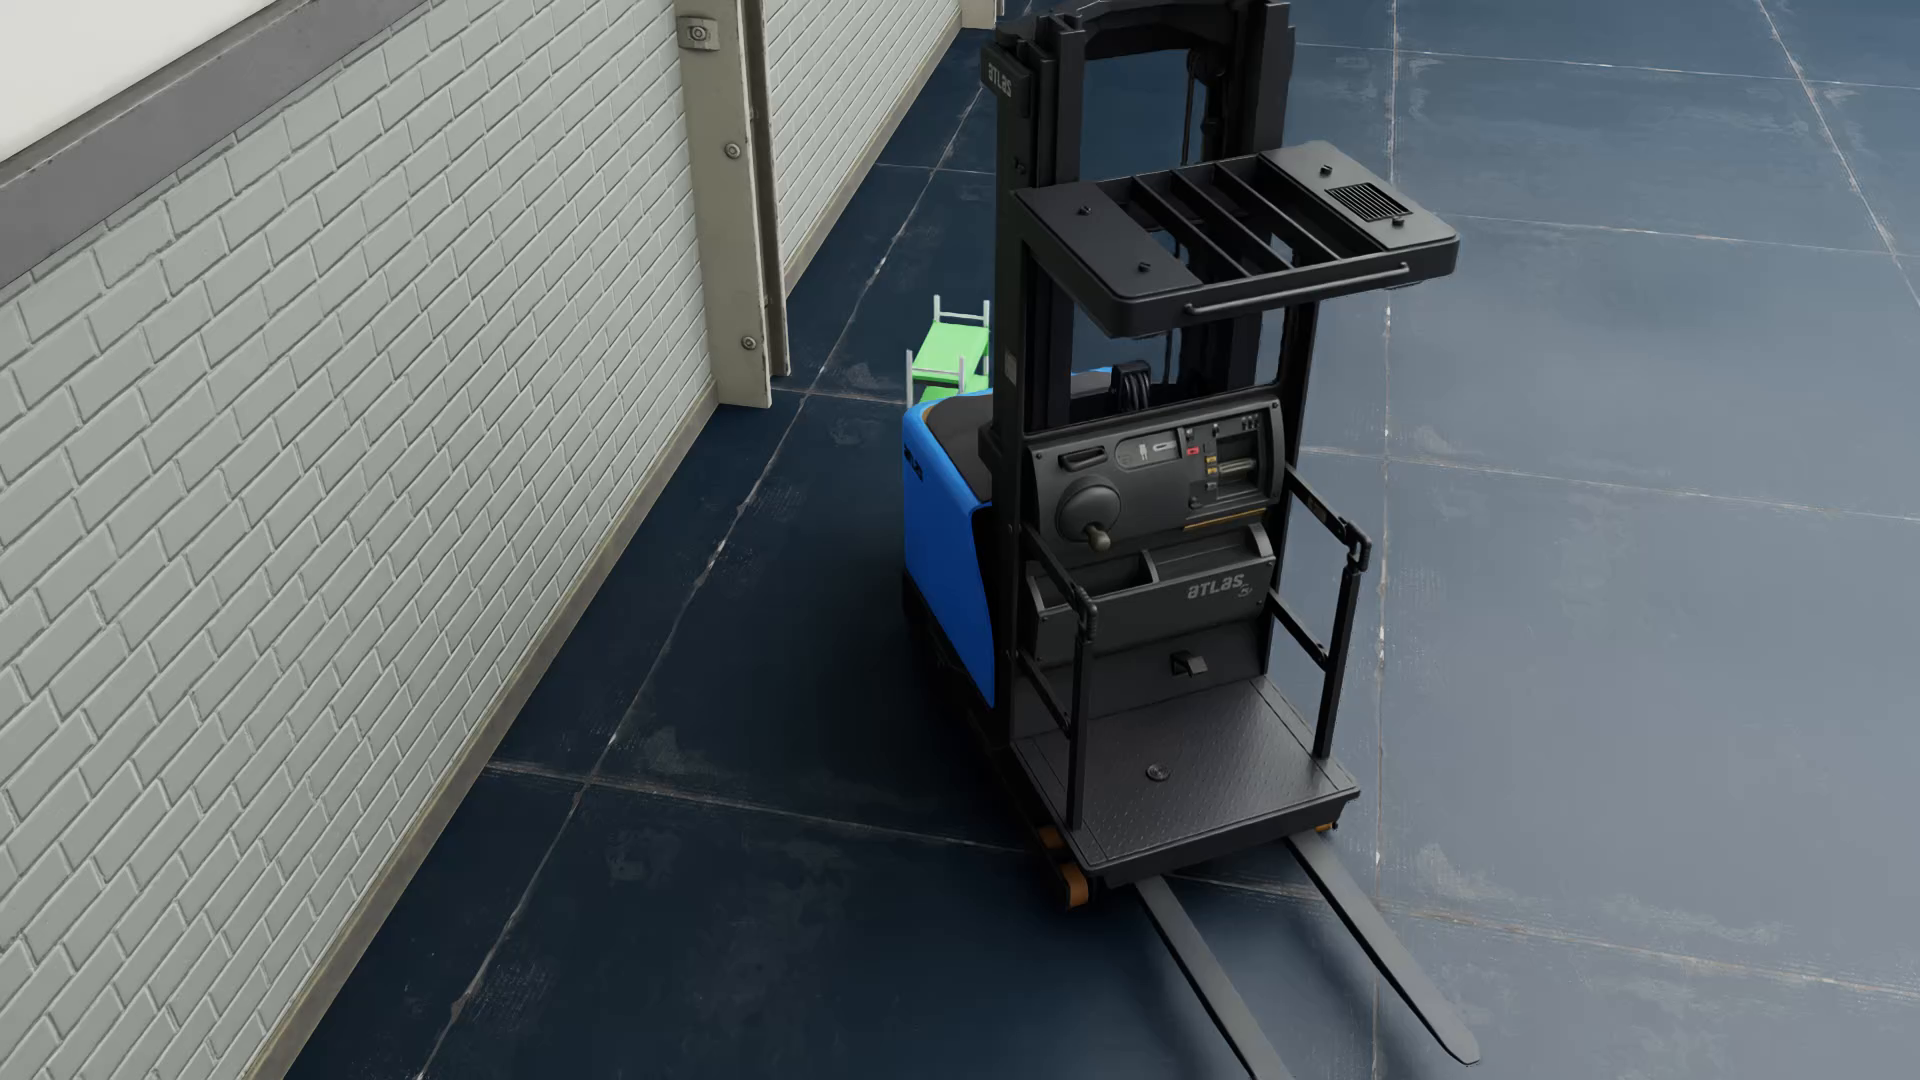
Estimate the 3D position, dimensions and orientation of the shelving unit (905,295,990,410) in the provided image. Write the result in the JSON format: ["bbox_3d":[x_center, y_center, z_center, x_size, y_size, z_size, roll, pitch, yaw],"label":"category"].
[{"bbox_3d":[-0.047,-0.410,7.294,0.258,1.200,0.503,7,37,10],"label":"shelving unit"}]

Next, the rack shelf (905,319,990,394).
[{"bbox_3d":[-0.047,-0.747,7.049,0.258,0.148,0.480,7,37,10],"label":"rack shelf"}]

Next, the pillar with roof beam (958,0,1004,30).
[{"bbox_3d":[4.378,-7.364,10.243,9.100,9.000,0.400,7,37,10],"label":"pillar with roof beam"}]

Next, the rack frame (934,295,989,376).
[{"bbox_3d":[0.006,-0.550,7.486,0.240,1.200,0.015,7,37,10],"label":"rack frame"}]

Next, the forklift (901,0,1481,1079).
[{"bbox_3d":[0.757,-0.155,5.466,1.130,2.935,3.031,-13,38,-17],"label":"forklift"}]

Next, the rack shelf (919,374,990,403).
[{"bbox_3d":[-0.047,-0.553,7.190,0.258,0.148,0.480,7,37,10],"label":"rack shelf"}]

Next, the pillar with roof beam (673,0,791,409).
[{"bbox_3d":[3.096,-3.925,5.497,9.100,9.000,0.400,7,37,10],"label":"pillar with roof beam"}]

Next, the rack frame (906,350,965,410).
[{"bbox_3d":[-0.100,-0.271,7.101,0.240,1.200,0.015,7,37,10],"label":"rack frame"}]
